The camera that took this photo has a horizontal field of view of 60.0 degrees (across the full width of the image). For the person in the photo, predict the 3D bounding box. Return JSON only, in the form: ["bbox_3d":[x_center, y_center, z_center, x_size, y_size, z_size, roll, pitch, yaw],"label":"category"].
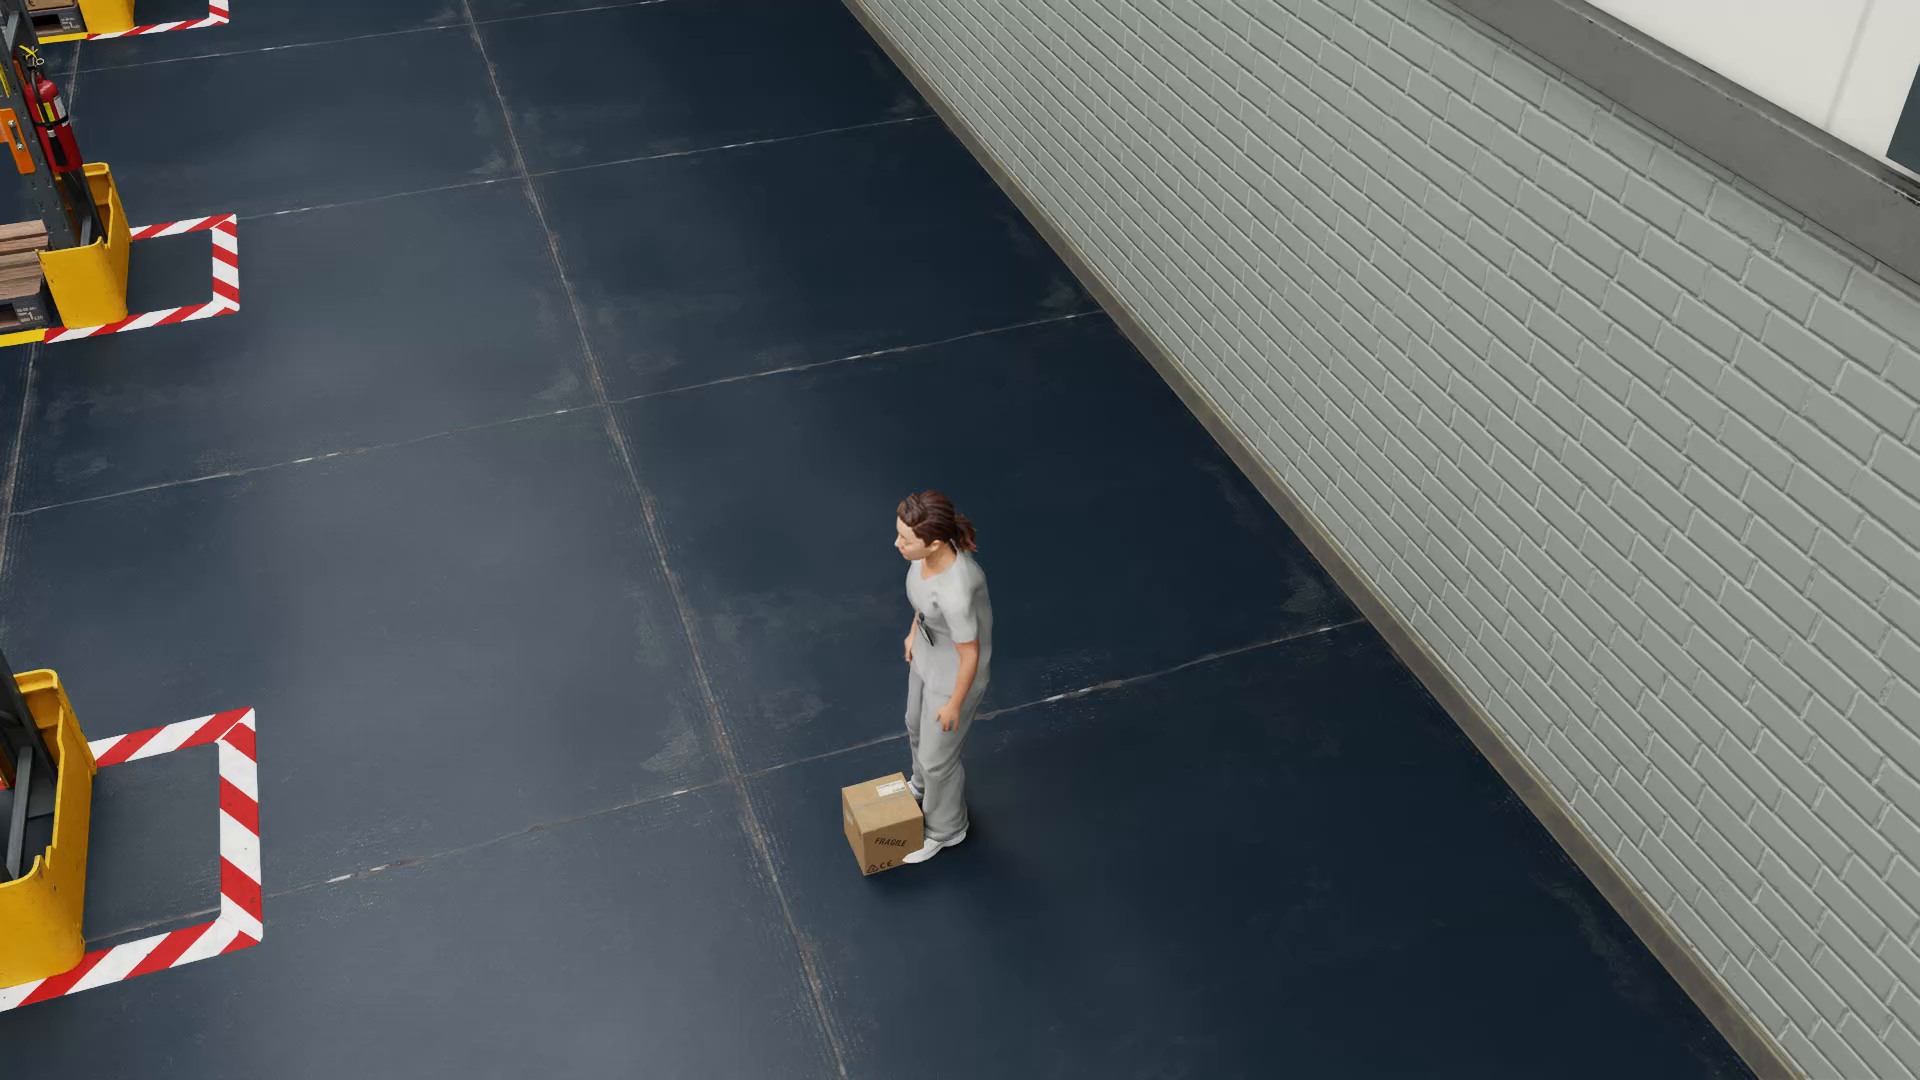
[{"bbox_3d":[-0.095,0.495,6.148,0.406,1.673,0.486,-12,40,-15],"label":"person"}]
